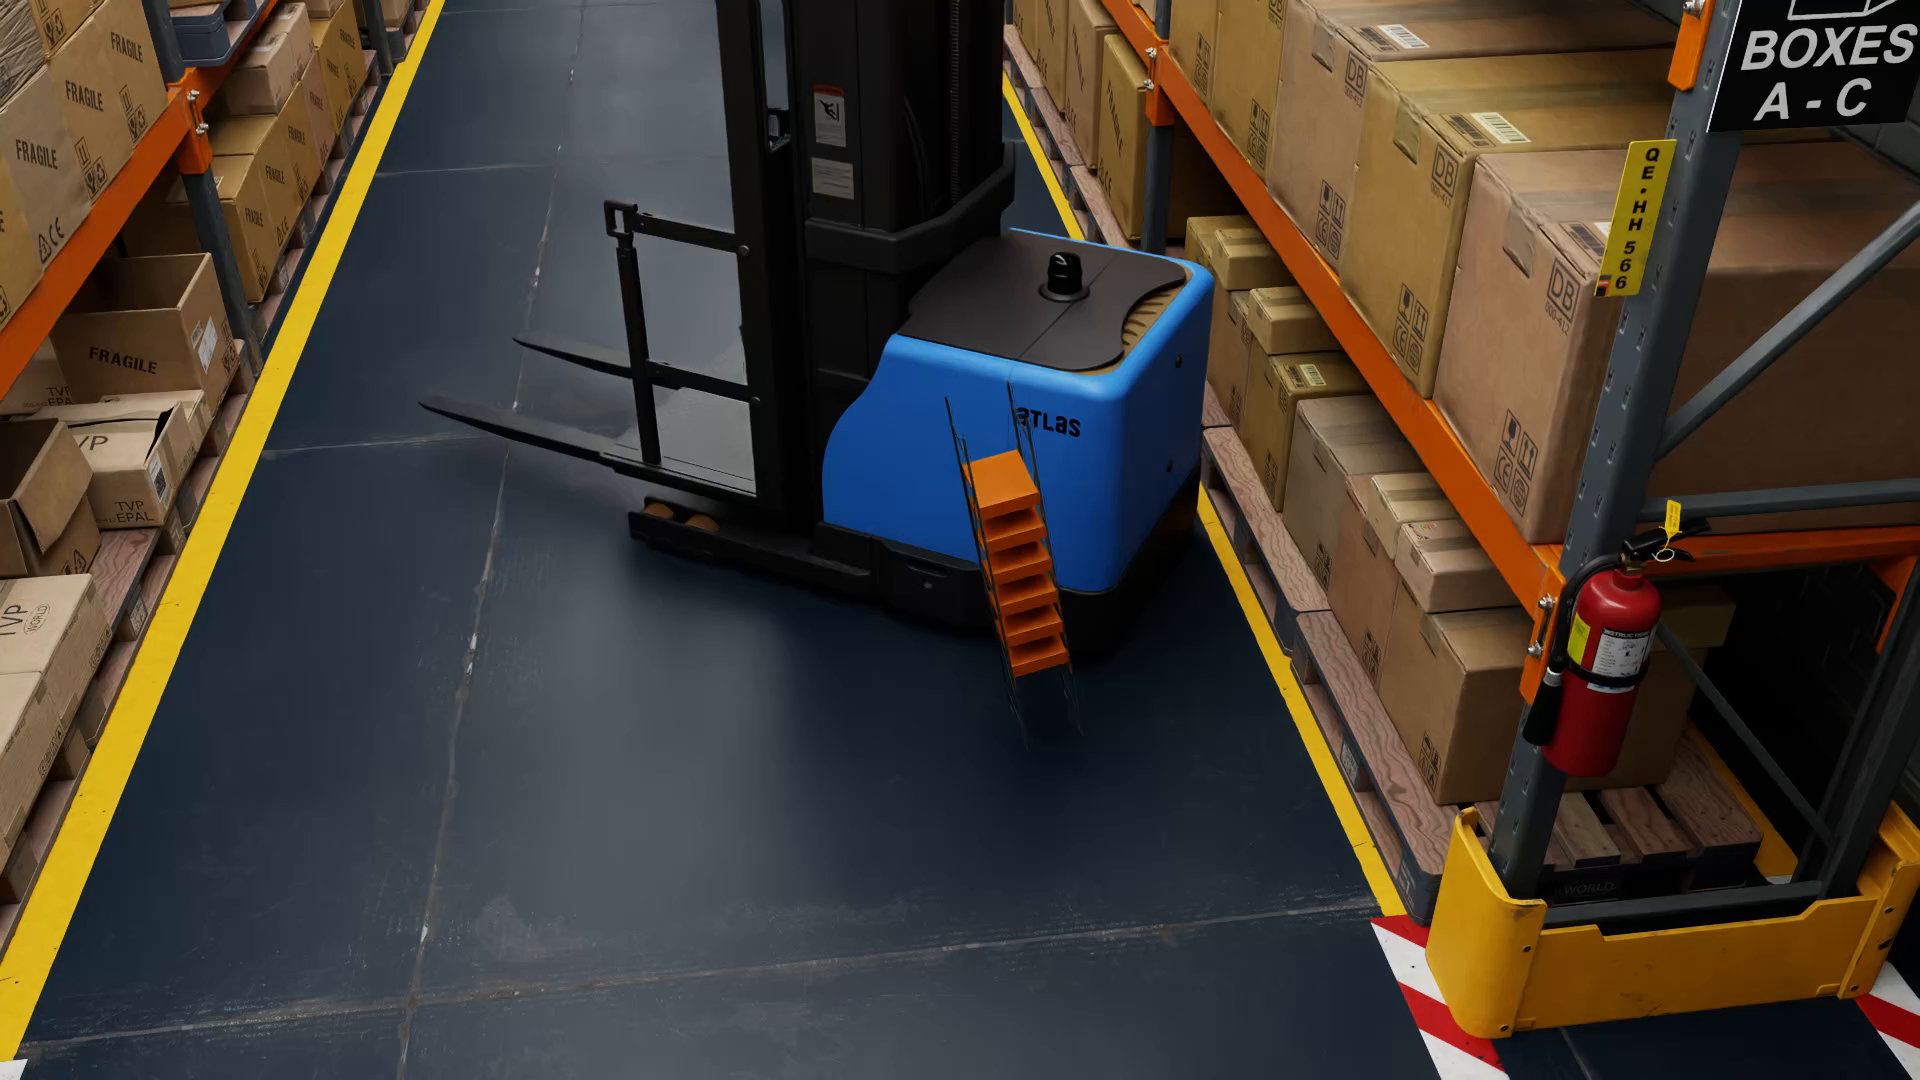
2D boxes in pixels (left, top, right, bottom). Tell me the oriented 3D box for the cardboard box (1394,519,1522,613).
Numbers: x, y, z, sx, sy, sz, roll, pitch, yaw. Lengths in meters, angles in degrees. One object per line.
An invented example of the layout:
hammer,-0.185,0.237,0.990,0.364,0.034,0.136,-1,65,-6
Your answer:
cardboard box,1.478,0.065,4.762,0.380,0.149,0.250,-5,35,-7

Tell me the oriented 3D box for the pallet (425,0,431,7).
pallet,-4.348,-4.162,12.170,1.003,0.211,1.213,-4,35,-6

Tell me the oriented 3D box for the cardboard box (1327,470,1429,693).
cardboard box,1.609,0.111,5.270,0.700,0.500,0.500,-4,35,-7

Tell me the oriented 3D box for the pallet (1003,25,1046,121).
pallet,0.825,-2.952,10.394,1.003,0.211,1.213,-4,35,-6

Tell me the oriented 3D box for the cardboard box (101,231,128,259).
cardboard box,-3.927,-1.343,7.386,0.500,0.500,0.500,-5,35,-7

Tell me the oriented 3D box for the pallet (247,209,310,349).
pallet,-3.724,-1.239,7.881,1.003,0.211,1.213,-4,35,-6

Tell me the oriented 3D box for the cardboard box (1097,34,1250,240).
cardboard box,1.115,-1.956,7.993,0.750,0.750,0.750,-4,34,-6

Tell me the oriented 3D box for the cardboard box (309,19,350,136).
cardboard box,-3.687,-2.529,9.126,0.500,0.500,0.500,-6,35,-8

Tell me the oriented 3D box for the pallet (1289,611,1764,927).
pallet,1.684,0.626,5.144,1.003,0.211,1.213,-4,35,-6

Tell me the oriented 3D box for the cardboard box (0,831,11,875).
cardboard box,-2.788,0.881,4.418,0.380,0.166,0.250,-4,35,-6

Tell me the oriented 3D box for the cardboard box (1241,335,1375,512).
cardboard box,1.461,-0.466,6.117,0.700,0.500,0.500,-4,34,-5

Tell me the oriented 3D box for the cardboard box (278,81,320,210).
cardboard box,-3.543,-1.954,8.283,0.500,0.500,0.500,-4,34,-6

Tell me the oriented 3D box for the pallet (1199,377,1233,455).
pallet,1.356,-0.735,7.142,1.003,0.211,1.213,-4,35,-6

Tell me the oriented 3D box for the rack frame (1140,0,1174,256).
rack frame,1.331,-2.318,6.988,1.000,3.000,0.127,-4,35,-6

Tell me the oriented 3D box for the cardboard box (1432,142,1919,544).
cardboard box,1.791,-0.494,4.044,0.980,0.700,0.700,-3,34,-4

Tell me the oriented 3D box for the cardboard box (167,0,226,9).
cardboard box,-3.419,-2.437,6.700,0.700,0.500,0.500,-16,37,-22

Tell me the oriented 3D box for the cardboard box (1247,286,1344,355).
cardboard box,1.266,-0.805,6.039,0.380,0.149,0.250,-5,35,-8

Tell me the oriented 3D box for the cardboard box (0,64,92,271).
cardboard box,-3.113,-1.148,5.183,0.500,0.500,0.500,-4,34,-5

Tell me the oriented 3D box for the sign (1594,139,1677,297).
sign,1.330,-0.629,3.271,0.100,0.325,0.005,-4,35,-6

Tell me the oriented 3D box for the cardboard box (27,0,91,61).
cardboard box,-3.181,-1.847,5.320,0.500,0.500,0.500,-5,35,-7

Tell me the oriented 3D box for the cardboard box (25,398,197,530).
cardboard box,-3.118,-0.296,6.018,0.500,0.311,0.500,-4,35,-6

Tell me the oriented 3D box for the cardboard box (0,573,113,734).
cardboard box,-2.965,0.363,5.105,0.500,0.250,0.500,-4,35,-6

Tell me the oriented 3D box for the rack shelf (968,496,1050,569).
rack shelf,0.141,-0.049,4.900,0.180,0.103,0.258,-16,36,-5

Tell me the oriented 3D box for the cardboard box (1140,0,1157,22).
cardboard box,1.005,-2.390,7.298,0.380,0.149,0.250,-4,34,-6

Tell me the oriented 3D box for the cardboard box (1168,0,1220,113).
cardboard box,1.388,-2.138,6.457,0.980,0.700,0.700,-4,34,-6

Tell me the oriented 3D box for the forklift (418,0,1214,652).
forklift,-0.666,-1.386,5.682,3.031,2.935,1.130,15,37,21

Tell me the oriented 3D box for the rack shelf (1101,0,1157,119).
rack shelf,1.062,-3.137,8.828,1.077,0.370,4.000,-4,35,-6

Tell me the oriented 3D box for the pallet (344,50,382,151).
pallet,-4.052,-2.601,9.879,1.003,0.211,1.213,-4,35,-6

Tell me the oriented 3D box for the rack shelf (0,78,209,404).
rack shelf,-3.308,-0.527,4.999,1.077,0.370,4.000,-4,35,-6

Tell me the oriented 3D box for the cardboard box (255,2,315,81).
cardboard box,-3.603,-2.526,8.456,0.500,0.250,0.500,-5,35,-7

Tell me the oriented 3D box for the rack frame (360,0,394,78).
rack frame,-4.115,-4.173,9.709,1.000,3.000,0.127,-4,35,-6

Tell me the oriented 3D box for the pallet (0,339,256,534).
pallet,-3.485,-0.405,6.657,1.003,0.211,1.213,-4,35,-6

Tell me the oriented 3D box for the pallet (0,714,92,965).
pallet,-3.157,0.957,4.659,1.003,0.211,1.213,-4,35,-6

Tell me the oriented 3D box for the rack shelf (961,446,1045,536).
rack shelf,0.121,-0.144,4.830,0.180,0.103,0.258,-16,36,-5

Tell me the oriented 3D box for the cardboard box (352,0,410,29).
cardboard box,-3.894,-3.525,10.827,0.500,0.250,0.500,-4,35,-7

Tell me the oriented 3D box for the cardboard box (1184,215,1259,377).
cardboard box,1.330,-1.033,6.950,0.700,0.500,0.500,-4,34,-6

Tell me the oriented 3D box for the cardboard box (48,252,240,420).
cardboard box,-3.219,-0.793,6.579,0.500,0.500,0.500,-4,35,-6

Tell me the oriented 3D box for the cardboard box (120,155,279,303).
cardboard box,-3.400,-1.378,7.437,0.500,0.500,0.500,-6,35,-9

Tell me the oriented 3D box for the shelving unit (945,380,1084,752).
shelving unit,0.175,0.106,5.015,0.189,1.200,0.258,-16,36,-5

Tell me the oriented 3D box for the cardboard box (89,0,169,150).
cardboard box,-3.255,-1.722,6.025,0.500,0.500,0.500,-4,34,-6

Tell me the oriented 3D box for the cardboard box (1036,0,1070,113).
cardboard box,0.874,-2.926,9.415,0.750,0.750,0.750,-5,35,-7

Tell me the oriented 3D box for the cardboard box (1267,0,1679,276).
cardboard box,1.588,-1.325,5.264,0.980,0.700,0.700,-6,35,-9

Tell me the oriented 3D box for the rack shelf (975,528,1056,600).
rack shelf,0.162,0.046,4.970,0.180,0.103,0.258,-16,36,-5

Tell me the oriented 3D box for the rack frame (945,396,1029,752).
rack frame,0.087,0.130,5.007,0.006,1.200,0.240,-16,36,-5

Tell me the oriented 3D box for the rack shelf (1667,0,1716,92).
rack shelf,1.600,-2.144,4.708,1.077,0.370,4.000,-4,35,-6
